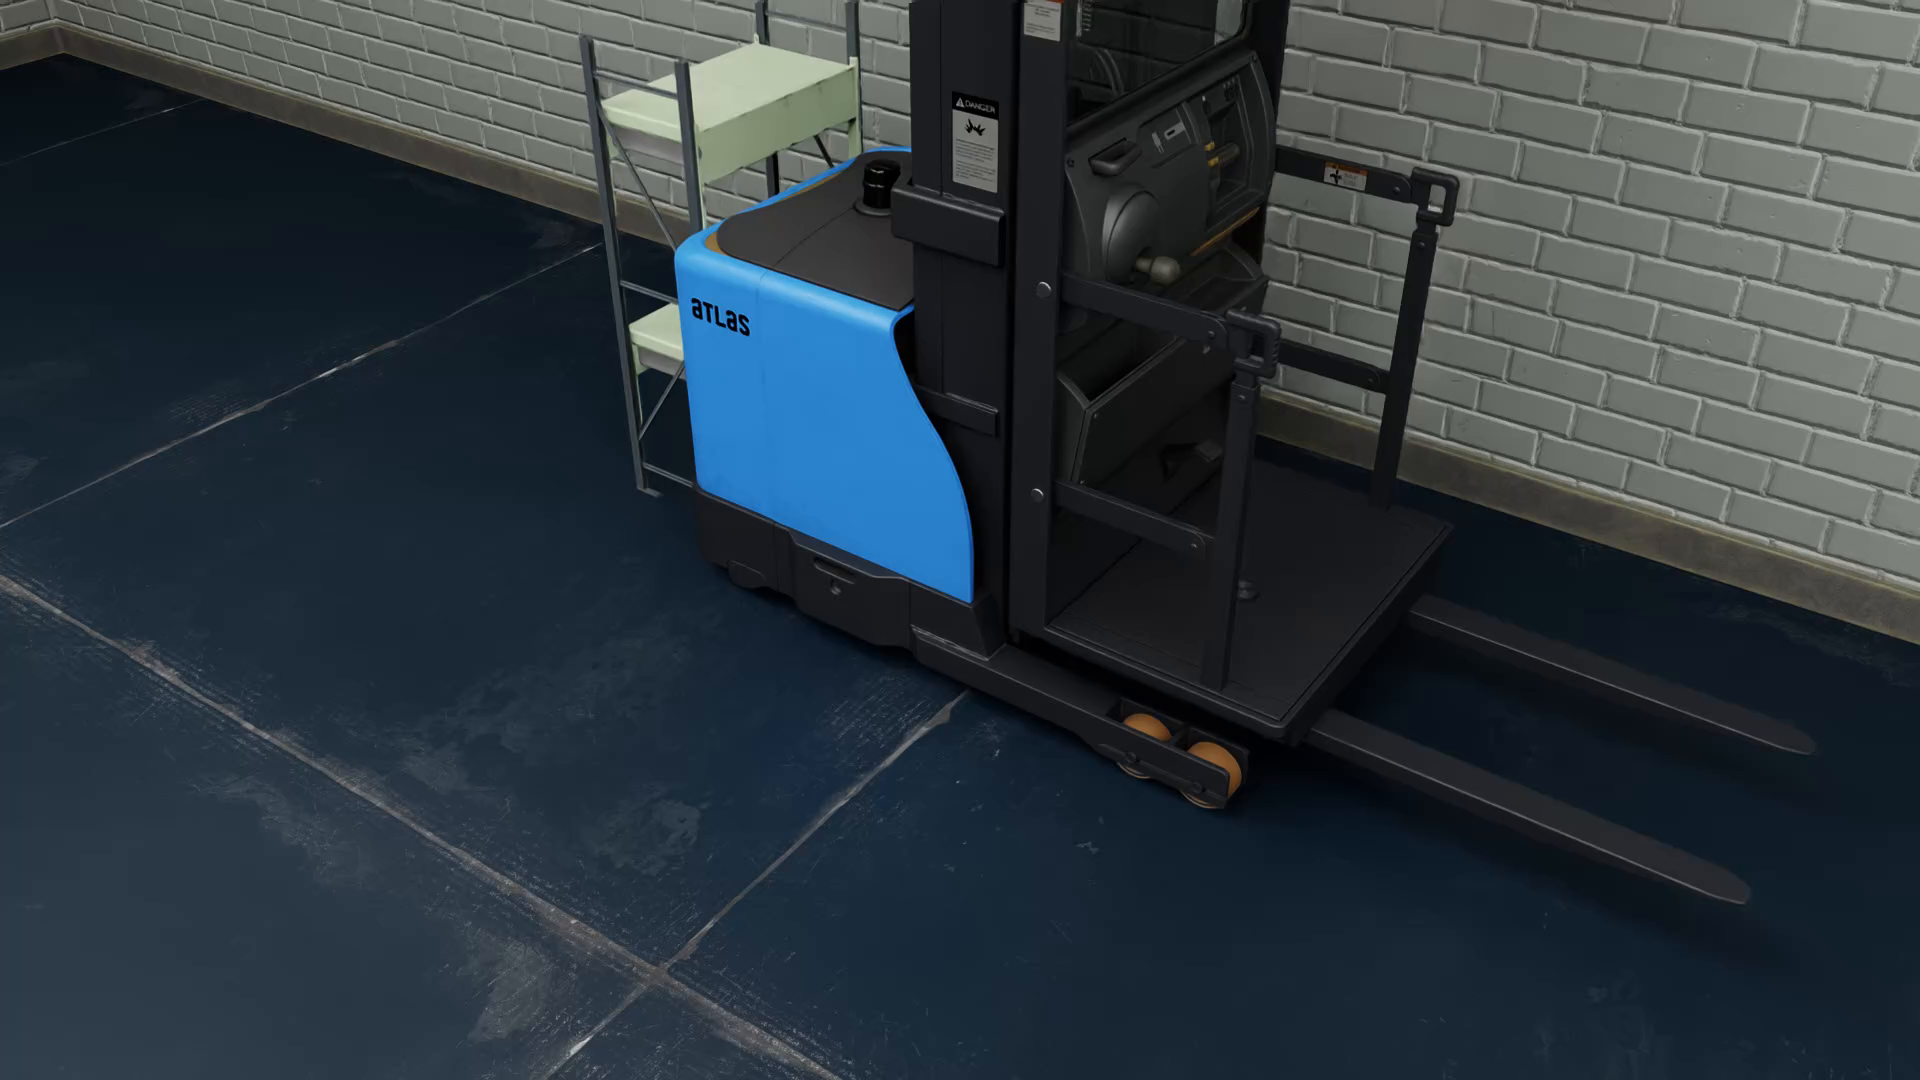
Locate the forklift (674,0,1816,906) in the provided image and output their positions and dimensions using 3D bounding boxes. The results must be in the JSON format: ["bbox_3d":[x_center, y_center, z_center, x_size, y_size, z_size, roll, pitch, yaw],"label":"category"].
[{"bbox_3d":[0.693,-0.871,3.921,3.031,2.935,1.130,22,40,29],"label":"forklift"}]

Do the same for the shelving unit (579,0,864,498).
[{"bbox_3d":[-0.685,-0.894,5.233,0.431,1.500,0.755,22,40,29],"label":"shelving unit"}]

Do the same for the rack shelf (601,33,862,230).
[{"bbox_3d":[-0.686,-1.218,5.015,0.431,0.370,0.720,22,40,29],"label":"rack shelf"}]

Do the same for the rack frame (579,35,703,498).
[{"bbox_3d":[-0.898,-0.728,4.986,0.400,1.500,0.023,22,40,29],"label":"rack frame"}]

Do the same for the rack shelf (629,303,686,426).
[{"bbox_3d":[-0.685,-0.624,5.415,0.431,0.370,0.720,22,40,29],"label":"rack shelf"}]

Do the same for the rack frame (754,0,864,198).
[{"bbox_3d":[-0.472,-1.061,5.480,0.400,1.500,0.023,22,40,29],"label":"rack frame"}]
